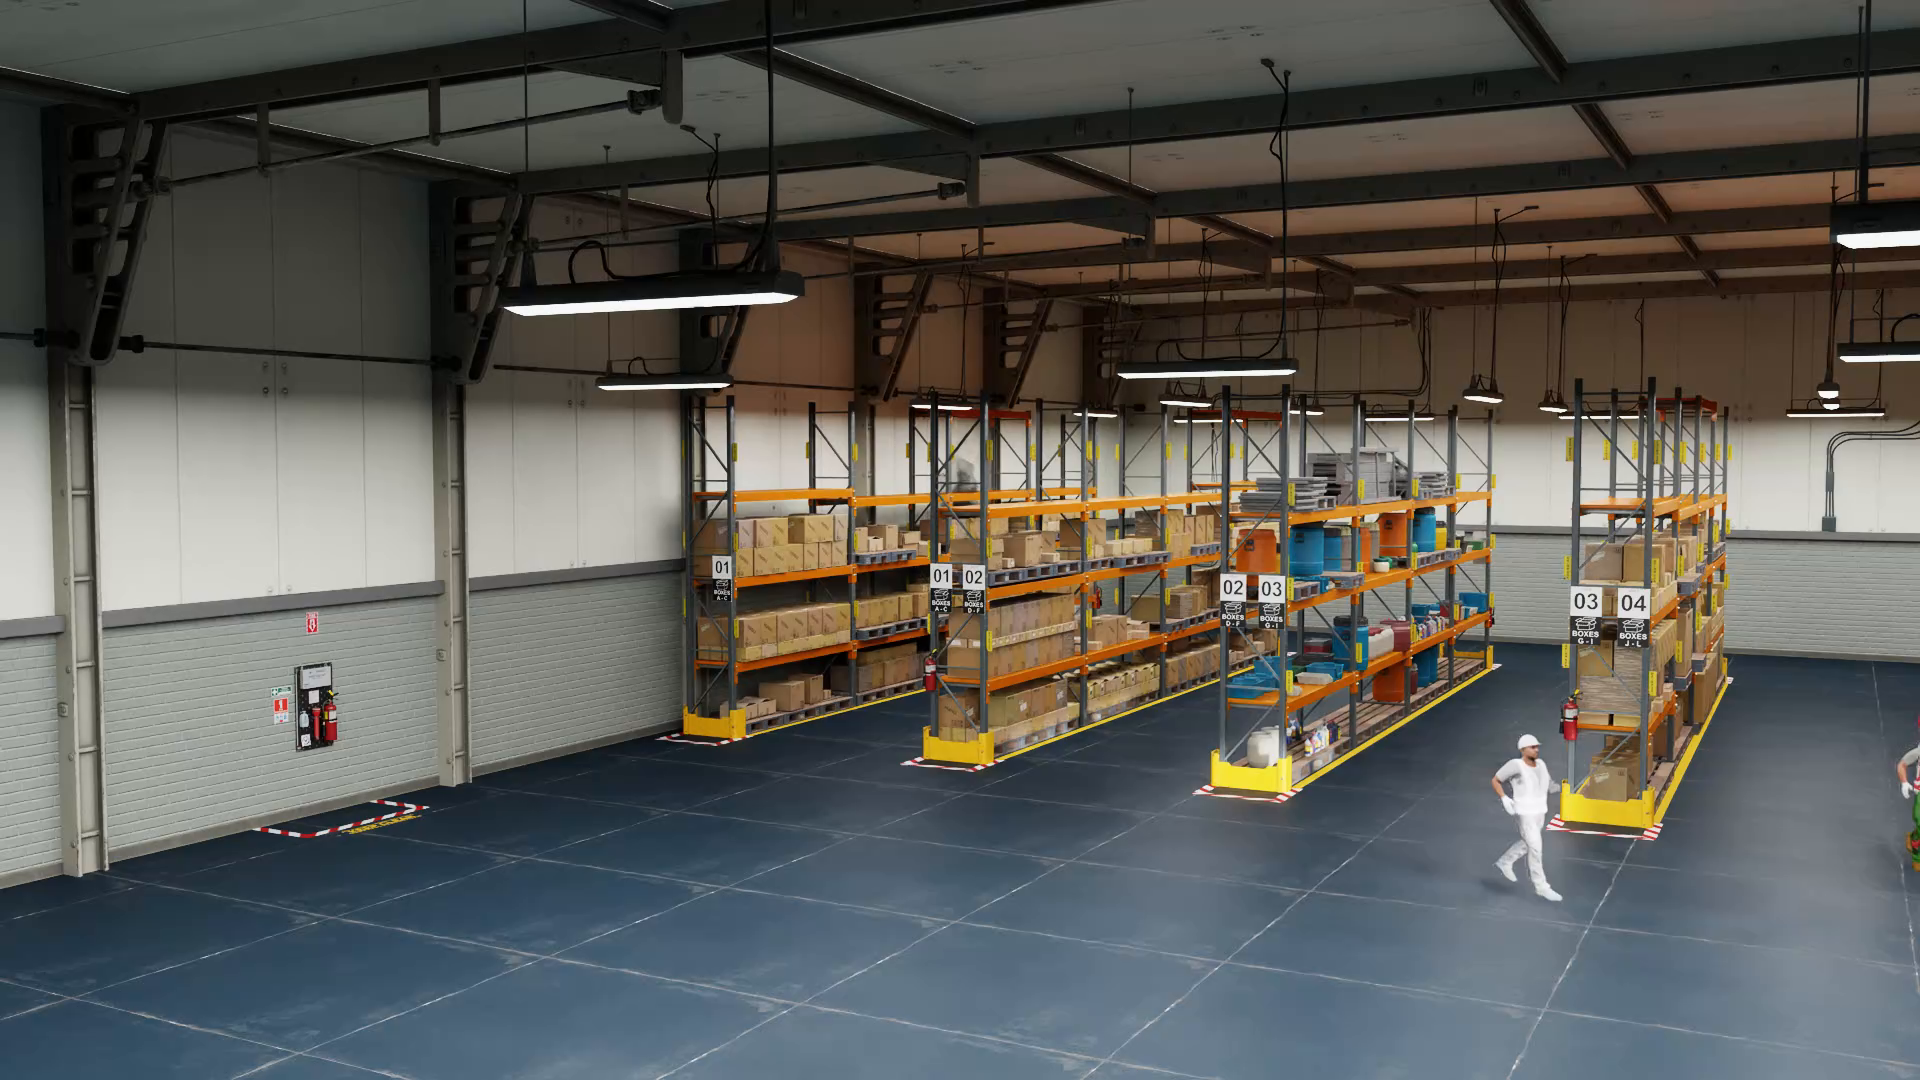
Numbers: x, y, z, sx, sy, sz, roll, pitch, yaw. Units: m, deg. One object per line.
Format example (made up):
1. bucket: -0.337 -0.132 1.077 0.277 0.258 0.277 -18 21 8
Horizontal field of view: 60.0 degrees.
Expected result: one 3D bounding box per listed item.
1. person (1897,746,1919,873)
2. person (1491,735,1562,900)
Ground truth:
1. person: 11.702 3.094 20.077 0.709 1.756 0.726 0 3 9
2. person: 6.438 3.088 18.813 0.683 1.773 0.997 -2 4 -32
